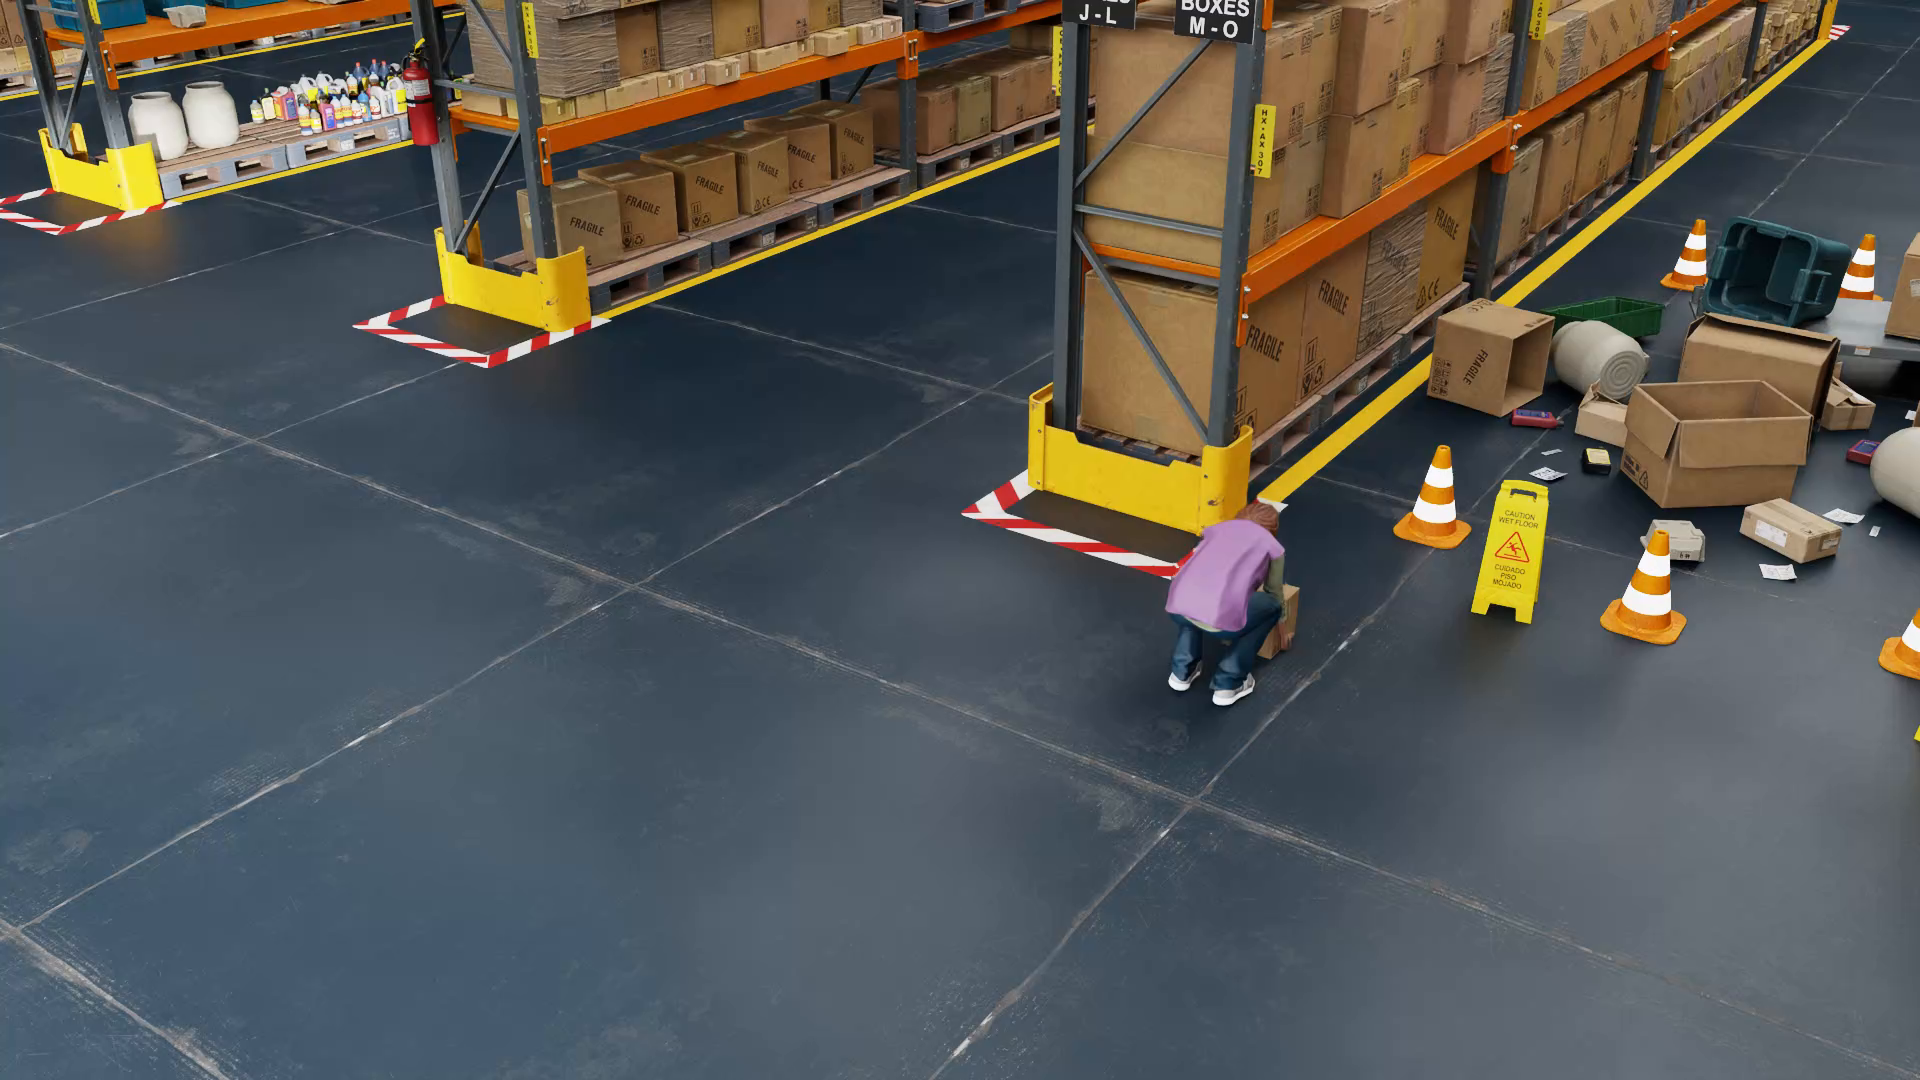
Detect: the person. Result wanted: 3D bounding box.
[{"bbox_3d":[1.155,0.286,7.104,0.422,0.709,0.866,17,32,29],"label":"person"}]
